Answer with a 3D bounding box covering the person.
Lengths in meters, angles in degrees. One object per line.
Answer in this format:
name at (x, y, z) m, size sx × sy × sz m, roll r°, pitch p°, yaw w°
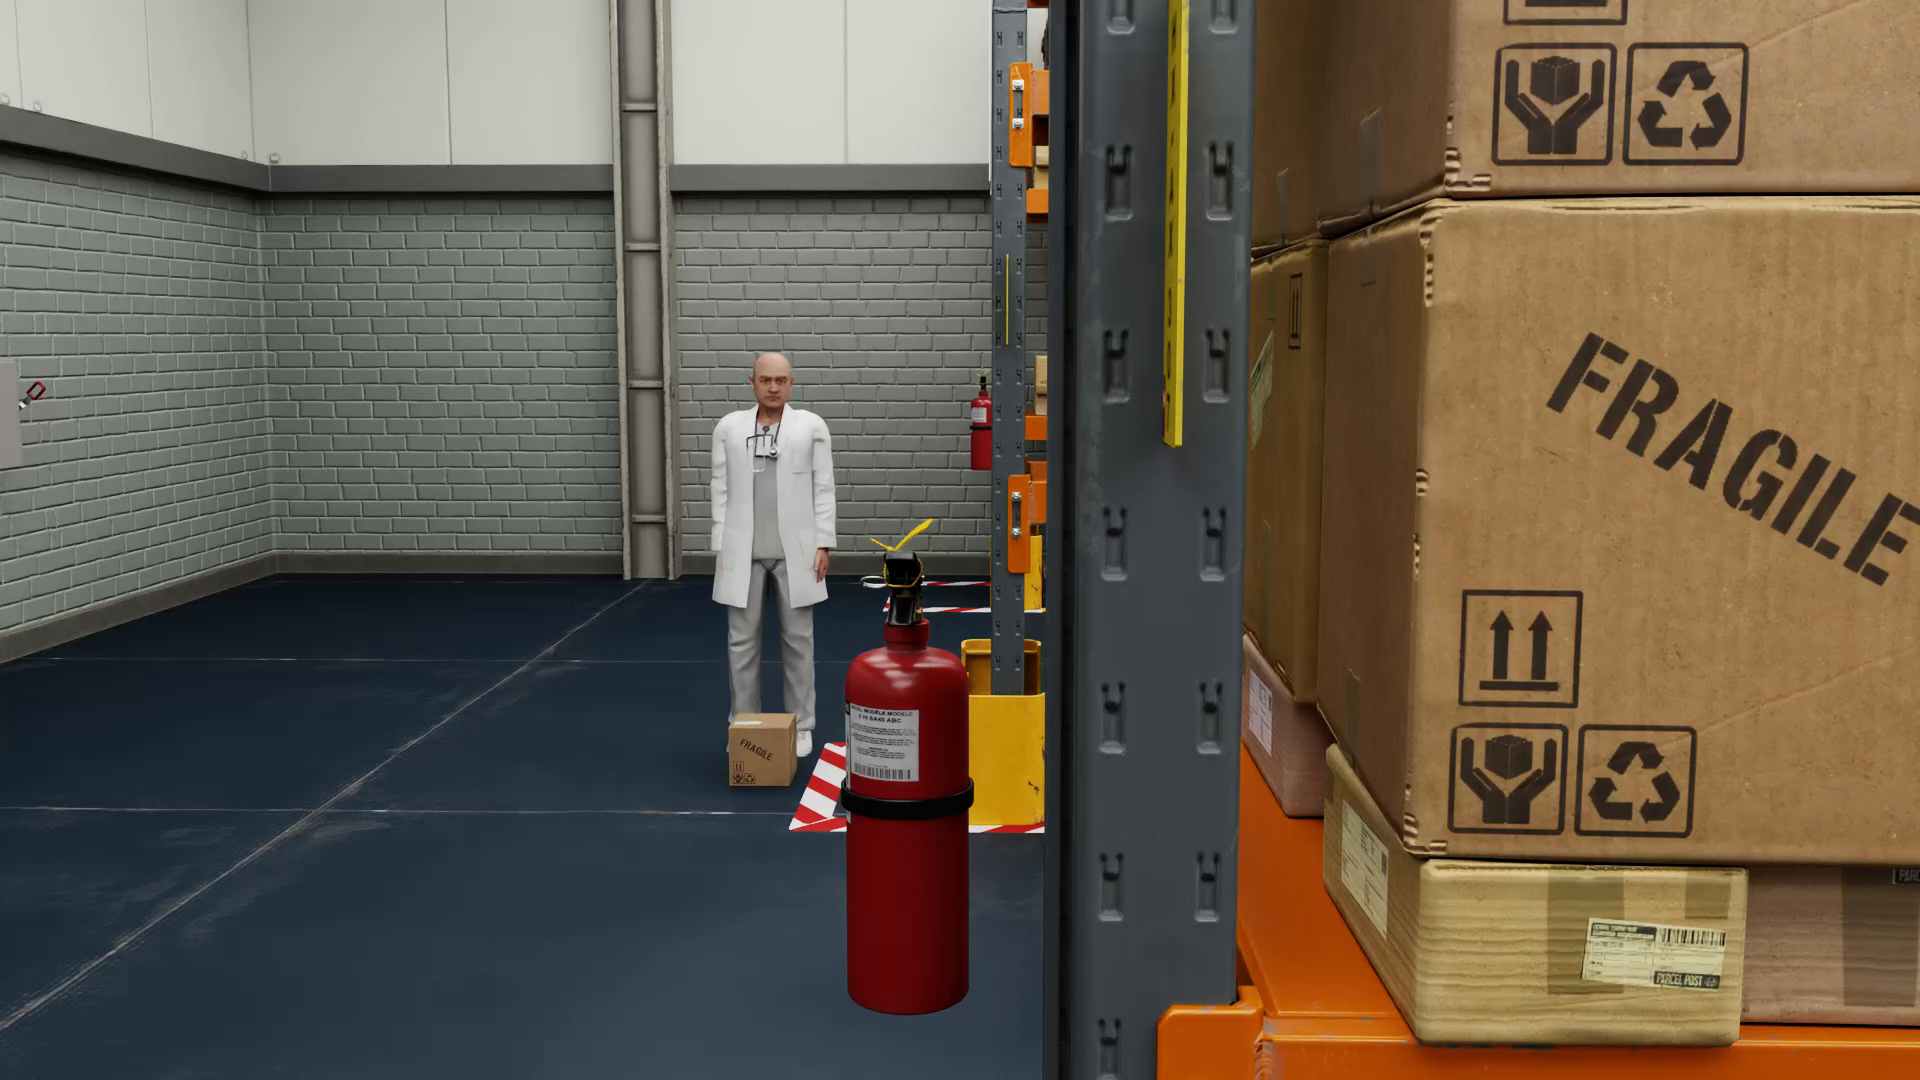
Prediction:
person at (-0.828, 0.068, 7.388) m, size 0.562 × 1.799 × 0.394 m, roll 0°, pitch 7°, yaw -1°
